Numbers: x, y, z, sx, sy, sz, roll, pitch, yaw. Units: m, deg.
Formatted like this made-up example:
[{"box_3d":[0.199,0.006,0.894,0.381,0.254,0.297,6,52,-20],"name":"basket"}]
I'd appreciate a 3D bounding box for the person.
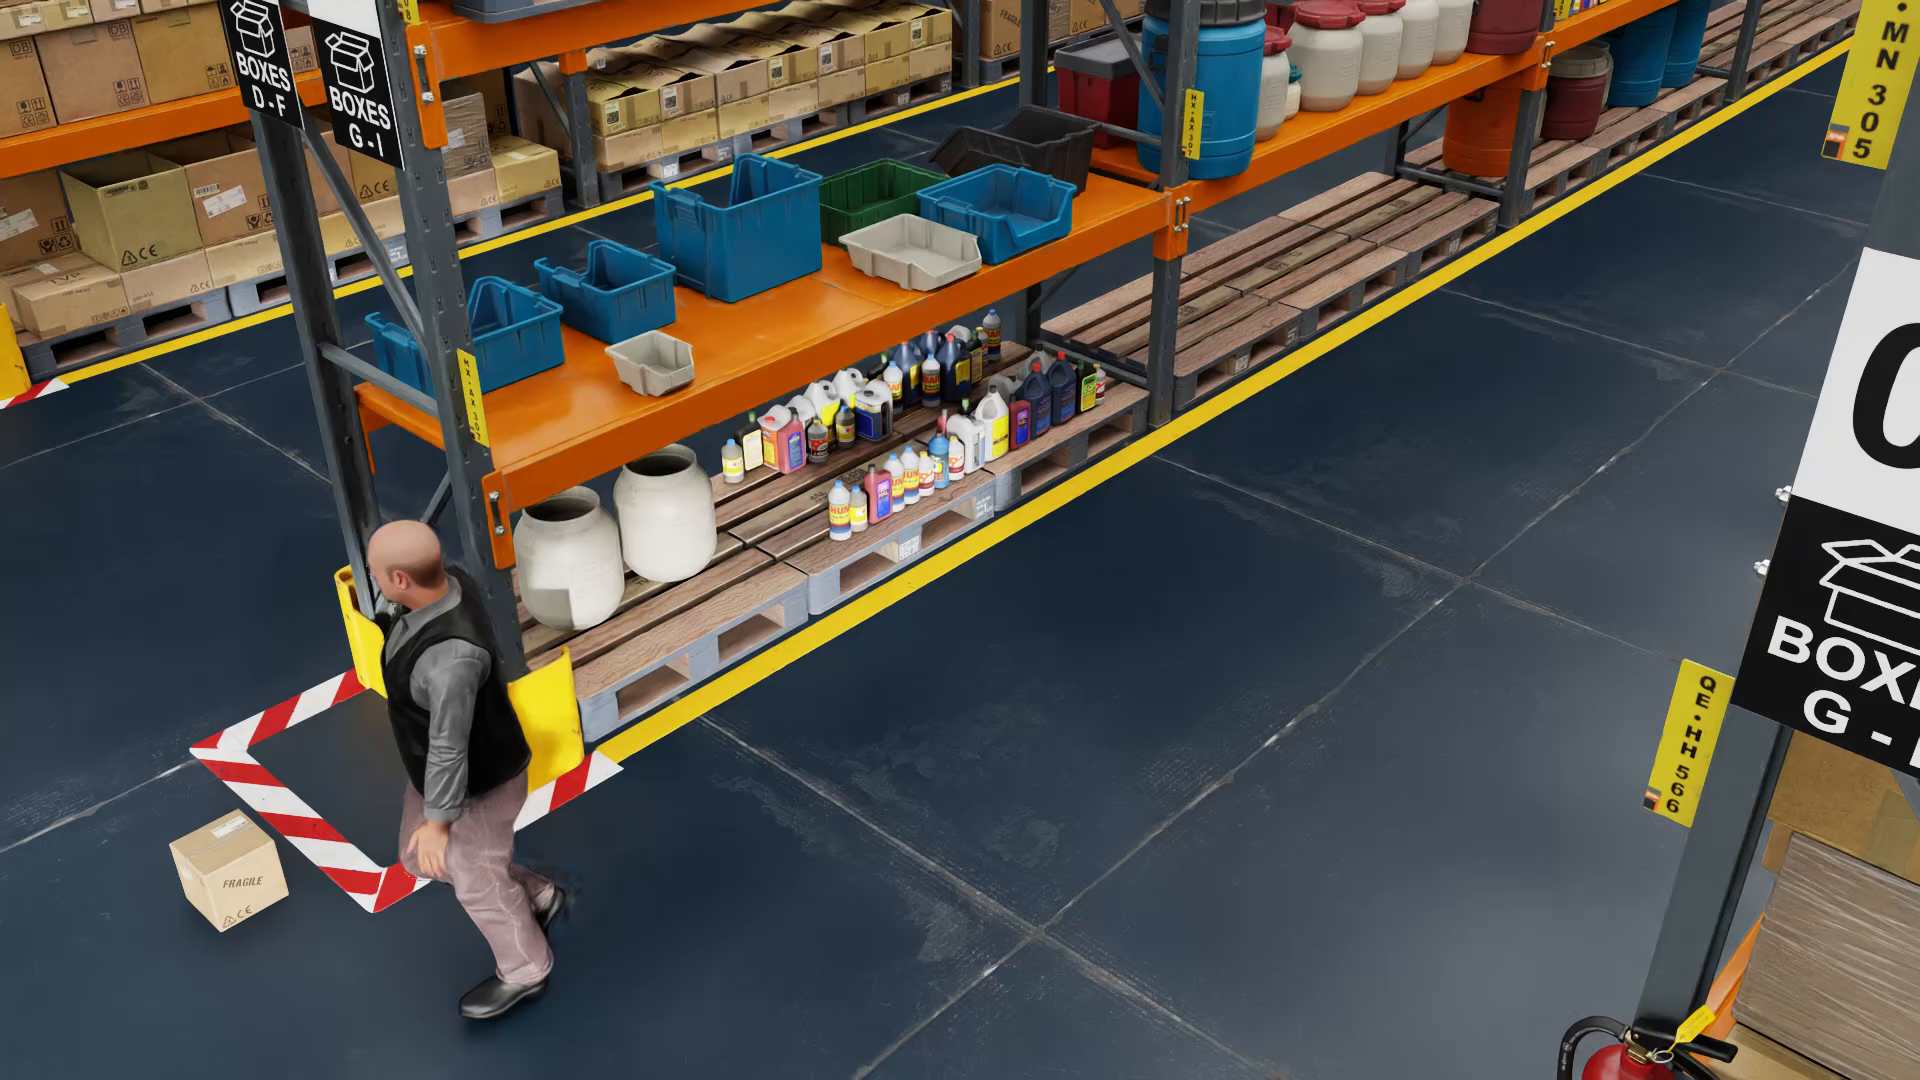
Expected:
[{"box_3d":[-1.479,0.687,4.987,0.474,1.720,0.584,-15,34,-23],"name":"person"}]
